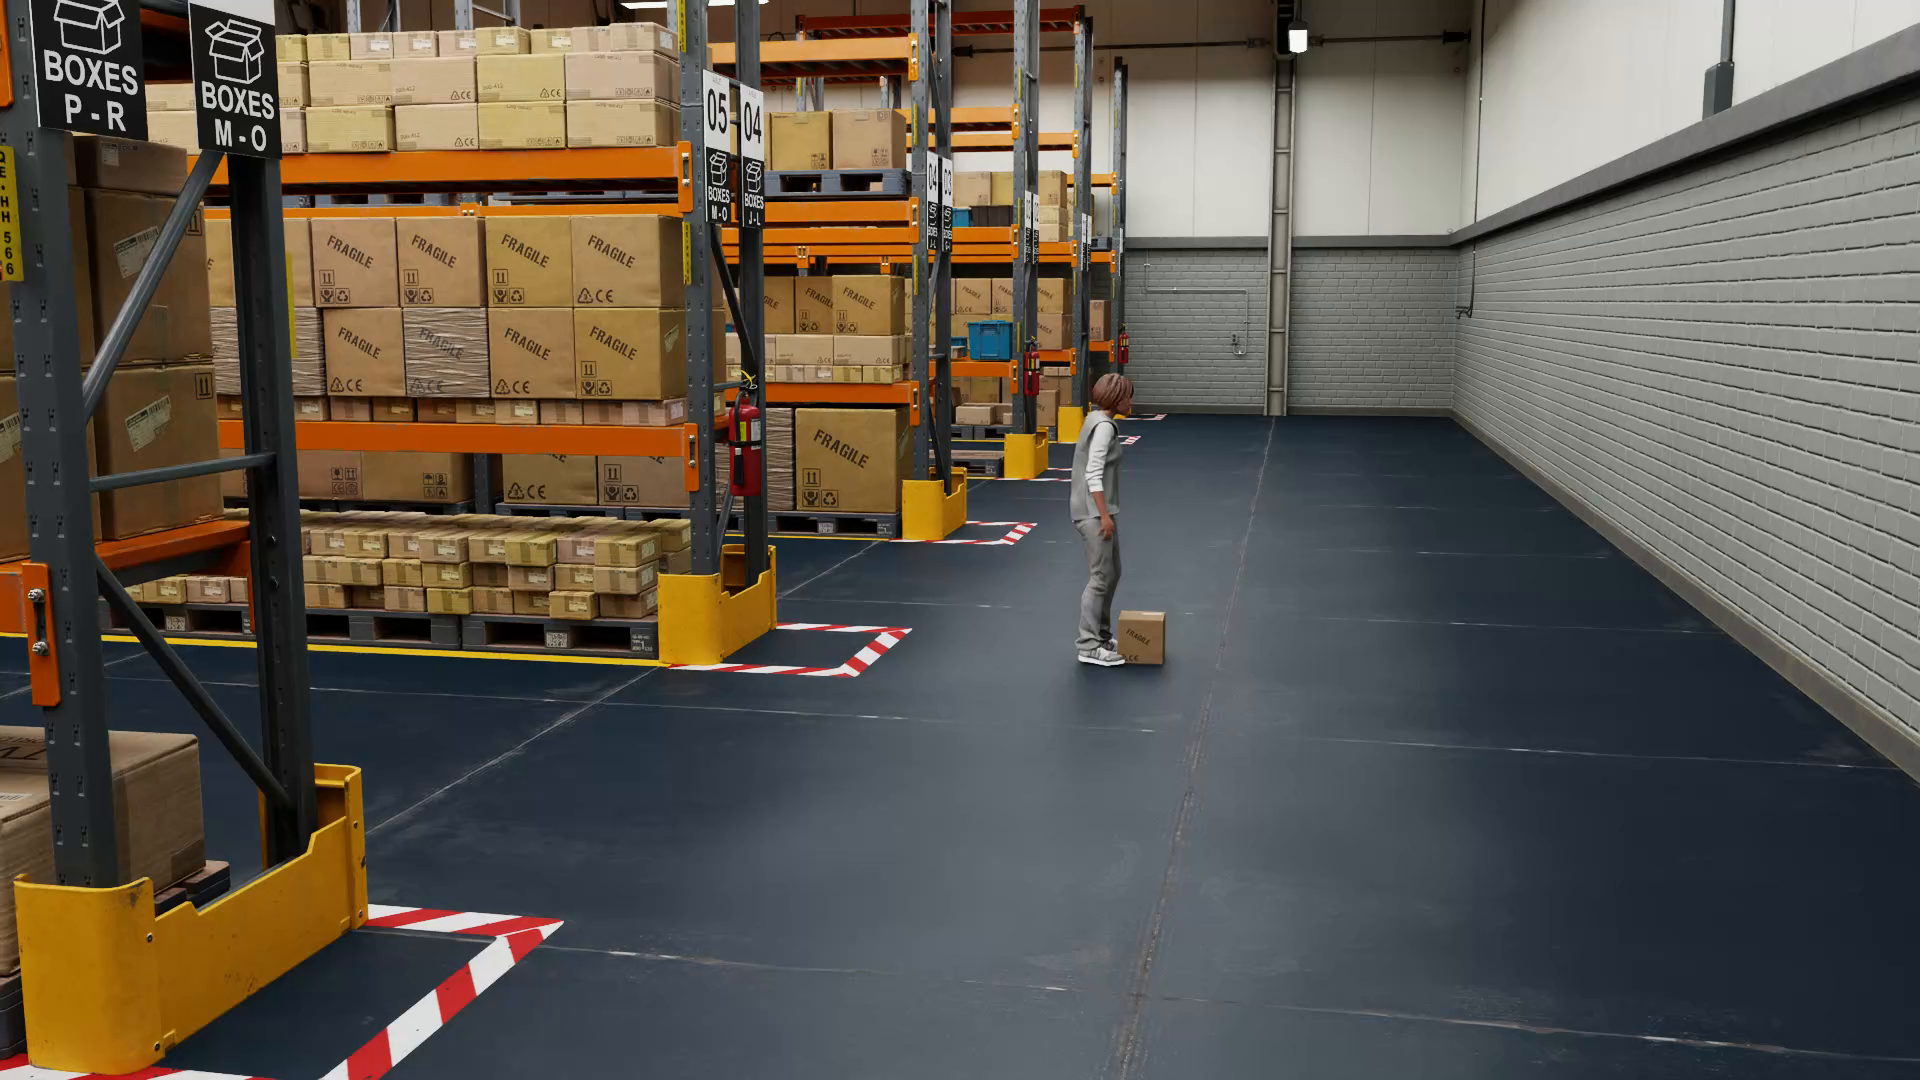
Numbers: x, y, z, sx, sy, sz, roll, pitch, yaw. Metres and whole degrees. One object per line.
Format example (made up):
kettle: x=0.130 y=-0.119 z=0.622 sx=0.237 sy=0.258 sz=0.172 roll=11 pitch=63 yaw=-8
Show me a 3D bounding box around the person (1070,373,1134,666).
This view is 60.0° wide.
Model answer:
person: x=0.797 y=-0.126 z=9.236 sx=0.371 sy=1.594 sz=0.485 roll=1 pitch=8 yaw=8
